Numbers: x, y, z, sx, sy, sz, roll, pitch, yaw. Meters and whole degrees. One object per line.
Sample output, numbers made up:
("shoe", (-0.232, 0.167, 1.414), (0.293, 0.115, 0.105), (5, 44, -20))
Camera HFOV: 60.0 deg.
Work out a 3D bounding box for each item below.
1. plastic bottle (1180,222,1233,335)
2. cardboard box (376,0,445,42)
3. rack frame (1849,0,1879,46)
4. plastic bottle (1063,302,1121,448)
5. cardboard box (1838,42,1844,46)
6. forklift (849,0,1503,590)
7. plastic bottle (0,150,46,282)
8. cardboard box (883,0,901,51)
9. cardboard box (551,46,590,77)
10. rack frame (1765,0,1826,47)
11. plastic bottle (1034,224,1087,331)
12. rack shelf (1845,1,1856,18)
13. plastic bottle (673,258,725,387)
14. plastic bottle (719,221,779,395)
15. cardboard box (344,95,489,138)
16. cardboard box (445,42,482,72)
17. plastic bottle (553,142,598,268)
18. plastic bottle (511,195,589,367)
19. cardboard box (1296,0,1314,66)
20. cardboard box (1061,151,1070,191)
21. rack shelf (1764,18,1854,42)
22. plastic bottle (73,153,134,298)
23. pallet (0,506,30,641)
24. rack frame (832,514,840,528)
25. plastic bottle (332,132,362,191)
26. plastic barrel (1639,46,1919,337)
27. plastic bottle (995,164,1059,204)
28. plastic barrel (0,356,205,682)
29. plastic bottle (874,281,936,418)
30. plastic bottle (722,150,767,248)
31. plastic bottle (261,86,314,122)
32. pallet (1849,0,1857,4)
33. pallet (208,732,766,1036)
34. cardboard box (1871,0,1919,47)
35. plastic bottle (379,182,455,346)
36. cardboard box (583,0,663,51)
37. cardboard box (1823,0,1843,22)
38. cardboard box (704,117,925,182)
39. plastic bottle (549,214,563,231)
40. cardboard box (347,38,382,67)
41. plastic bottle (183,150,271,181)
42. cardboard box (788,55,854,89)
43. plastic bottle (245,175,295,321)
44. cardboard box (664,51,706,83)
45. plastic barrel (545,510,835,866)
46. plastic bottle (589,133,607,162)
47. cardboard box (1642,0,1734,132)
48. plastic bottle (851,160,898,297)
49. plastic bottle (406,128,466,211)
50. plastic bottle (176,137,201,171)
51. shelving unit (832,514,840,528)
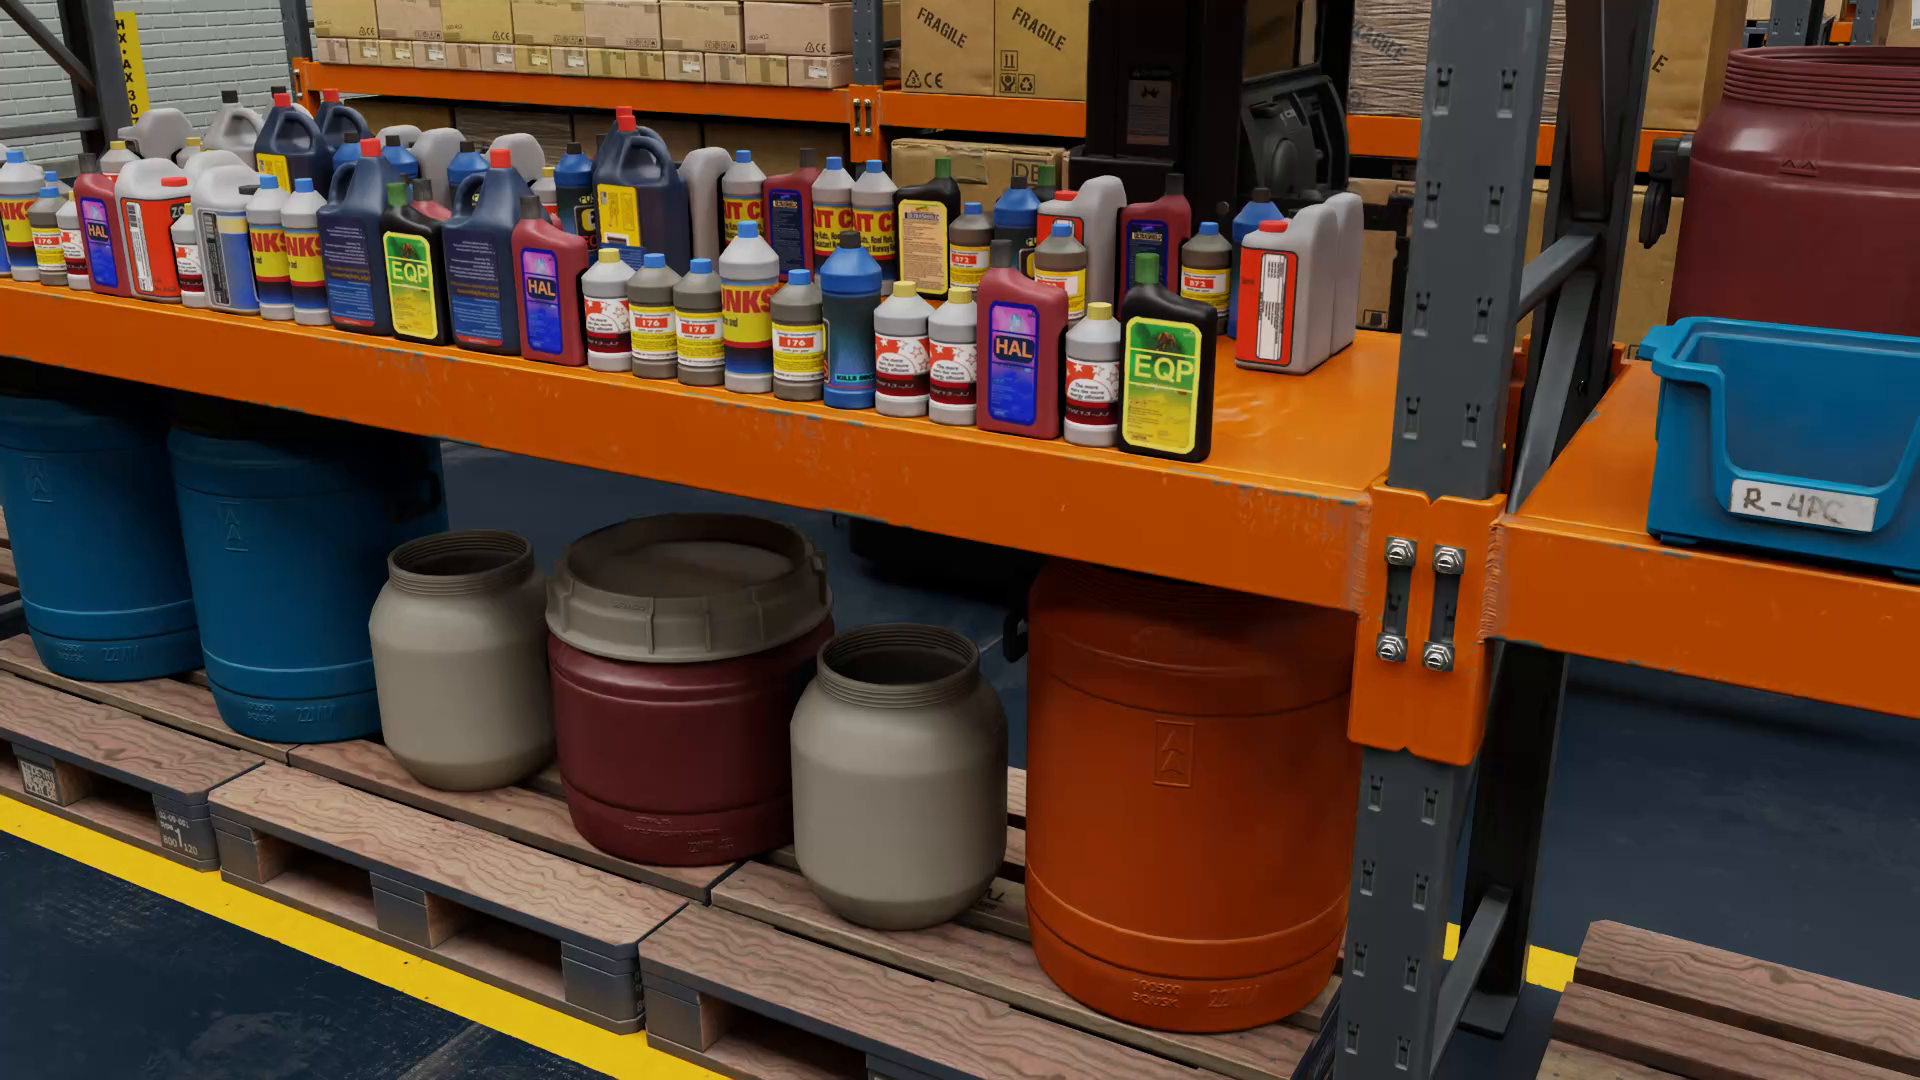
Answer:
("plastic bottle", (0.462, -0.492, 3.113), (0.097, 0.201, 0.097), (0, 20, 0))
("cardboard box", (-2.970, -3.003, 9.528), (0.500, 0.250, 0.500), (10, 22, 27))
("rack frame", (5.777, -3.307, 10.584), (0.127, 3.000, 1.000), (11, 23, 27))
("plastic bottle", (0.201, -0.245, 2.432), (0.097, 0.201, 0.097), (0, 20, 0))
("cardboard box", (9.966, -5.610, 19.031), (0.250, 0.149, 0.380), (10, 22, 25))
("forklift", (1.176, -1.186, 4.838), (3.031, 2.935, 1.130), (10, 22, 26))
("plastic bottle", (-2.012, -0.699, 3.583), (0.097, 0.271, 0.097), (0, 20, 0))
("cardboard box", (-0.504, -2.738, 8.799), (0.500, 0.250, 0.500), (10, 22, 26))
("cardboard box", (-1.992, -2.604, 9.014), (0.250, 0.149, 0.380), (11, 23, 28))
("rack frame", (3.270, -1.848, 6.560), (0.127, 3.000, 1.000), (11, 23, 27))
("plastic bottle", (0.186, -0.485, 3.094), (0.097, 0.201, 0.097), (0, 20, 0))
("rack shelf", (8.774, -6.271, 19.808), (4.000, 0.370, 1.077), (11, 23, 27))
("plastic bottle", (-0.425, -0.364, 2.761), (0.097, 0.201, 0.097), (0, 20, 0))
("plastic bottle", (-0.340, -0.381, 2.705), (0.097, 0.271, 0.097), (0, 20, 0))
("cardboard box", (-3.116, -2.294, 10.291), (0.875, 0.875, 0.875), (11, 23, 27))
("cardboard box", (-2.667, -2.732, 9.367), (0.250, 0.149, 0.380), (10, 22, 26))
("plastic bottle", (-0.855, -0.752, 3.727), (0.097, 0.271, 0.097), (0, 20, 0))
("plastic bottle", (-0.705, -0.449, 2.874), (0.133, 0.283, 0.061), (11, 23, 27))
("cardboard box", (1.387, -2.158, 7.269), (0.500, 0.500, 0.500), (11, 23, 28))
("cardboard box", (1.127, -1.463, 7.998), (0.875, 0.875, 1.225), (10, 22, 25))
("rack shelf", (6.357, -4.792, 15.733), (4.000, 0.370, 1.077), (11, 23, 27))
("plastic bottle", (-1.750, -0.648, 3.423), (0.133, 0.283, 0.061), (11, 23, 27))
("pallet", (-3.298, 0.162, 5.110), (1.213, 0.211, 1.003), (11, 23, 27))
("rack frame", (-0.410, -0.568, 5.891), (0.008, 1.050, 0.200), (10, 22, 26))
("plastic bottle", (-1.421, -0.824, 3.926), (0.097, 0.271, 0.097), (0, 20, 0))
("plastic barrel", (1.407, -0.450, 2.508), (0.708, 0.536, 0.600), (11, 23, 27))
("plastic bottle", (0.136, -0.599, 3.290), (0.133, 0.283, 0.061), (11, 23, 27))
("plastic barrel", (-2.171, -0.154, 4.352), (0.708, 0.901, 0.600), (11, 23, 27))
("plastic bottle", (-0.085, -0.299, 2.583), (0.097, 0.201, 0.097), (0, 20, 0))
("plastic bottle", (-0.462, -0.700, 3.586), (0.097, 0.271, 0.097), (0, 20, 0))
("plastic bottle", (-1.676, -0.960, 4.184), (0.185, 0.351, 0.144), (11, 23, 27))
("pallet", (9.894, -6.278, 19.054), (1.003, 0.211, 1.213), (11, 23, 27))
("pallet", (-0.915, 0.616, 3.858), (1.213, 0.211, 1.003), (11, 23, 27))
("cardboard box", (3.761, -2.014, 6.257), (0.500, 0.500, 0.500), (8, 21, 21))
("plastic bottle", (-0.982, -0.502, 3.020), (0.133, 0.283, 0.061), (11, 23, 27))
("cardboard box", (-1.634, -2.748, 8.825), (0.500, 0.250, 0.500), (11, 23, 28))
("cardboard box", (7.535, -4.734, 14.737), (0.500, 0.250, 0.500), (10, 22, 25))
("cardboard box", (-0.759, -1.845, 9.053), (0.875, 0.875, 0.875), (11, 23, 27))
("plastic bottle", (-0.796, -0.522, 3.077), (0.133, 0.283, 0.061), (11, 23, 27))
("cardboard box", (-3.340, -2.860, 9.720), (0.250, 0.149, 0.380), (10, 22, 27))
("plastic bottle", (-1.537, -0.681, 3.526), (0.135, 0.276, 0.152), (11, 23, 27))
("cardboard box", (-0.648, -2.348, 8.308), (0.250, 0.149, 0.380), (11, 23, 28))
("plastic bottle", (-1.321, -0.568, 3.219), (0.097, 0.271, 0.097), (0, 20, 0))
("cardboard box", (-1.321, -2.476, 8.661), (0.250, 0.149, 0.380), (11, 23, 28))
("plastic barrel", (-0.567, 0.299, 3.563), (0.708, 0.588, 0.600), (11, 23, 27))
("plastic bottle", (-0.832, -0.784, 3.798), (0.133, 0.283, 0.061), (11, 23, 27))
("cardboard box", (2.718, -1.903, 6.566), (0.500, 0.500, 0.500), (12, 23, 29))
("plastic bottle", (-0.175, -0.646, 3.435), (0.097, 0.271, 0.097), (0, 20, 0))
("plastic bottle", (-1.259, -0.844, 3.974), (0.135, 0.276, 0.152), (11, 23, 27))
("plastic bottle", (-2.021, -0.965, 4.417), (0.097, 0.201, 0.097), (0, 20, 0))
("shelving unit", (-0.303, -0.548, 5.838), (0.252, 1.050, 0.215), (10, 22, 26))
